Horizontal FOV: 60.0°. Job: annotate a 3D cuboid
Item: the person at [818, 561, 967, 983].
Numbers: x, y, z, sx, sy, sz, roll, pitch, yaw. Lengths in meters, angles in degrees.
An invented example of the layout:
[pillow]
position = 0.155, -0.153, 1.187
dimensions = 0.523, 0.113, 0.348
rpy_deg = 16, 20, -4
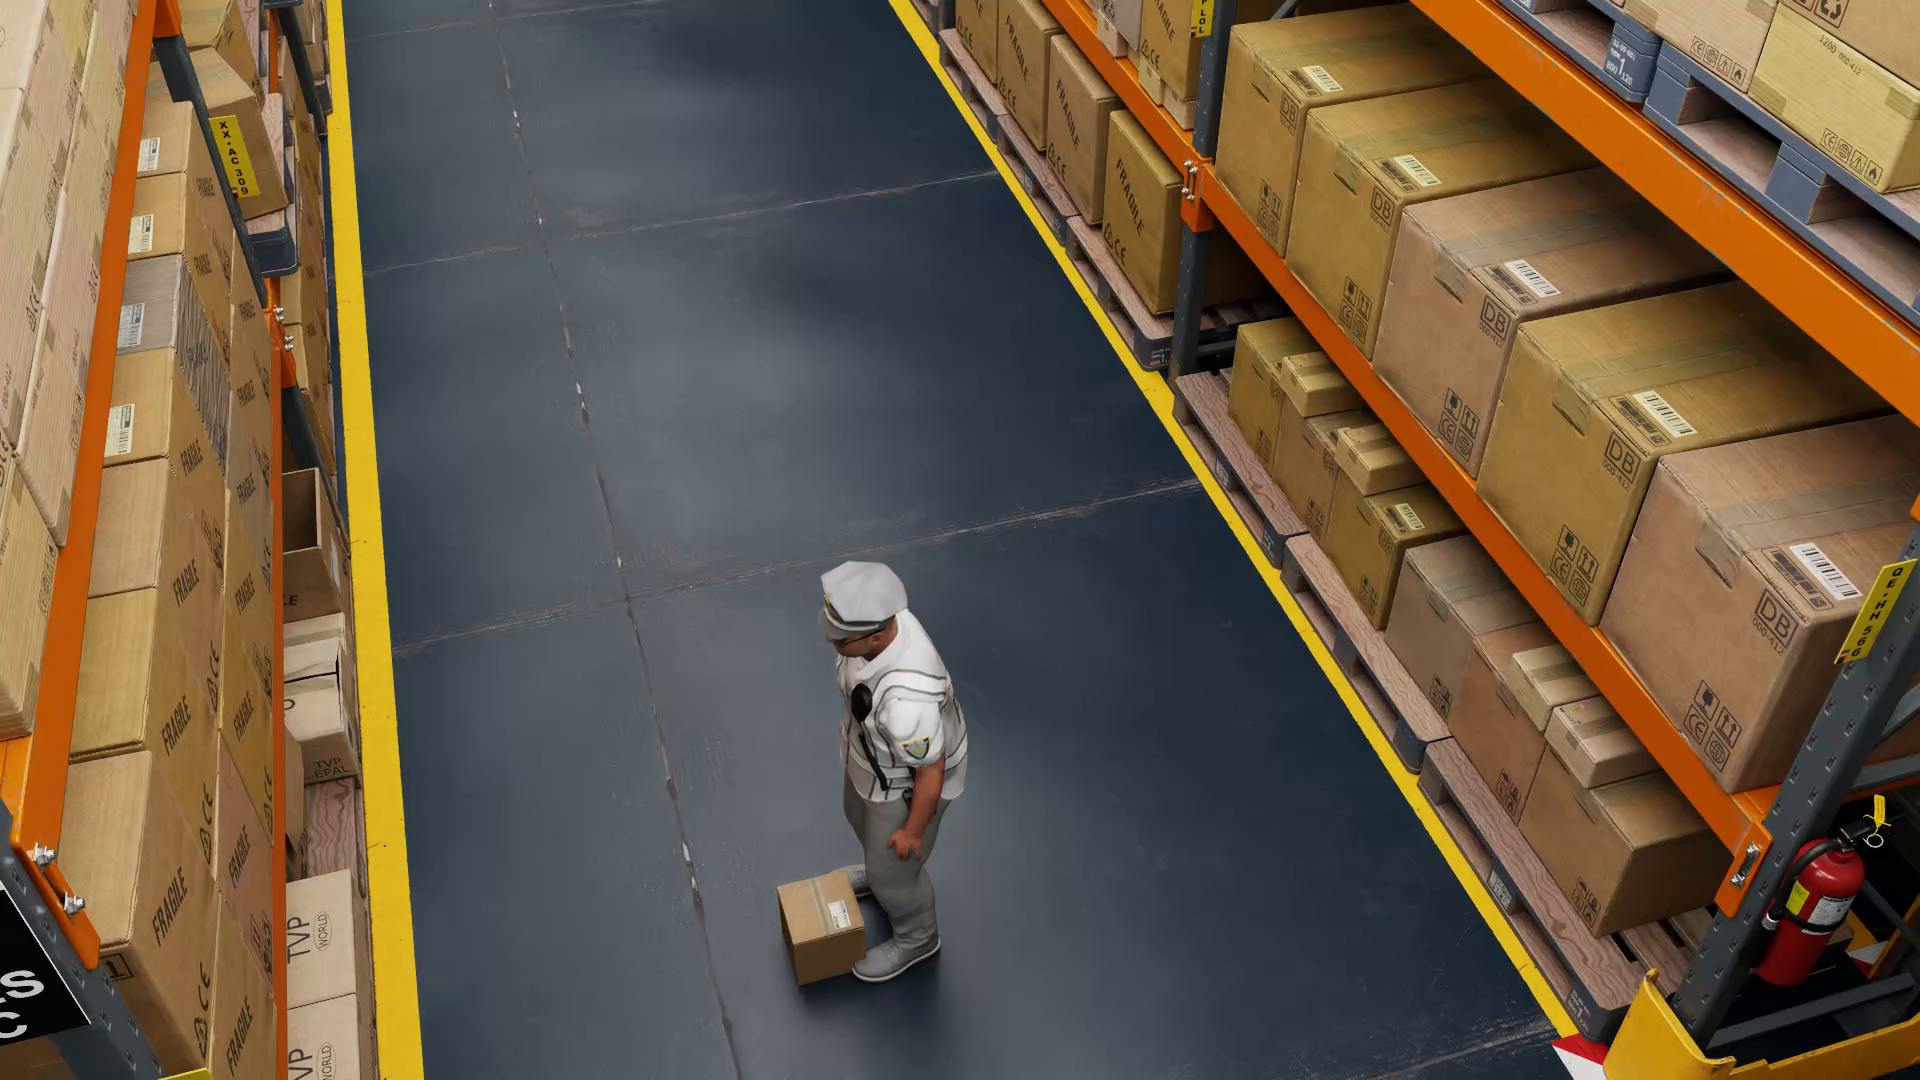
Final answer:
[person]
position = -0.215, 0.732, 5.340
dimensions = 0.436, 1.748, 0.606
rpy_deg = -14, 44, -15
